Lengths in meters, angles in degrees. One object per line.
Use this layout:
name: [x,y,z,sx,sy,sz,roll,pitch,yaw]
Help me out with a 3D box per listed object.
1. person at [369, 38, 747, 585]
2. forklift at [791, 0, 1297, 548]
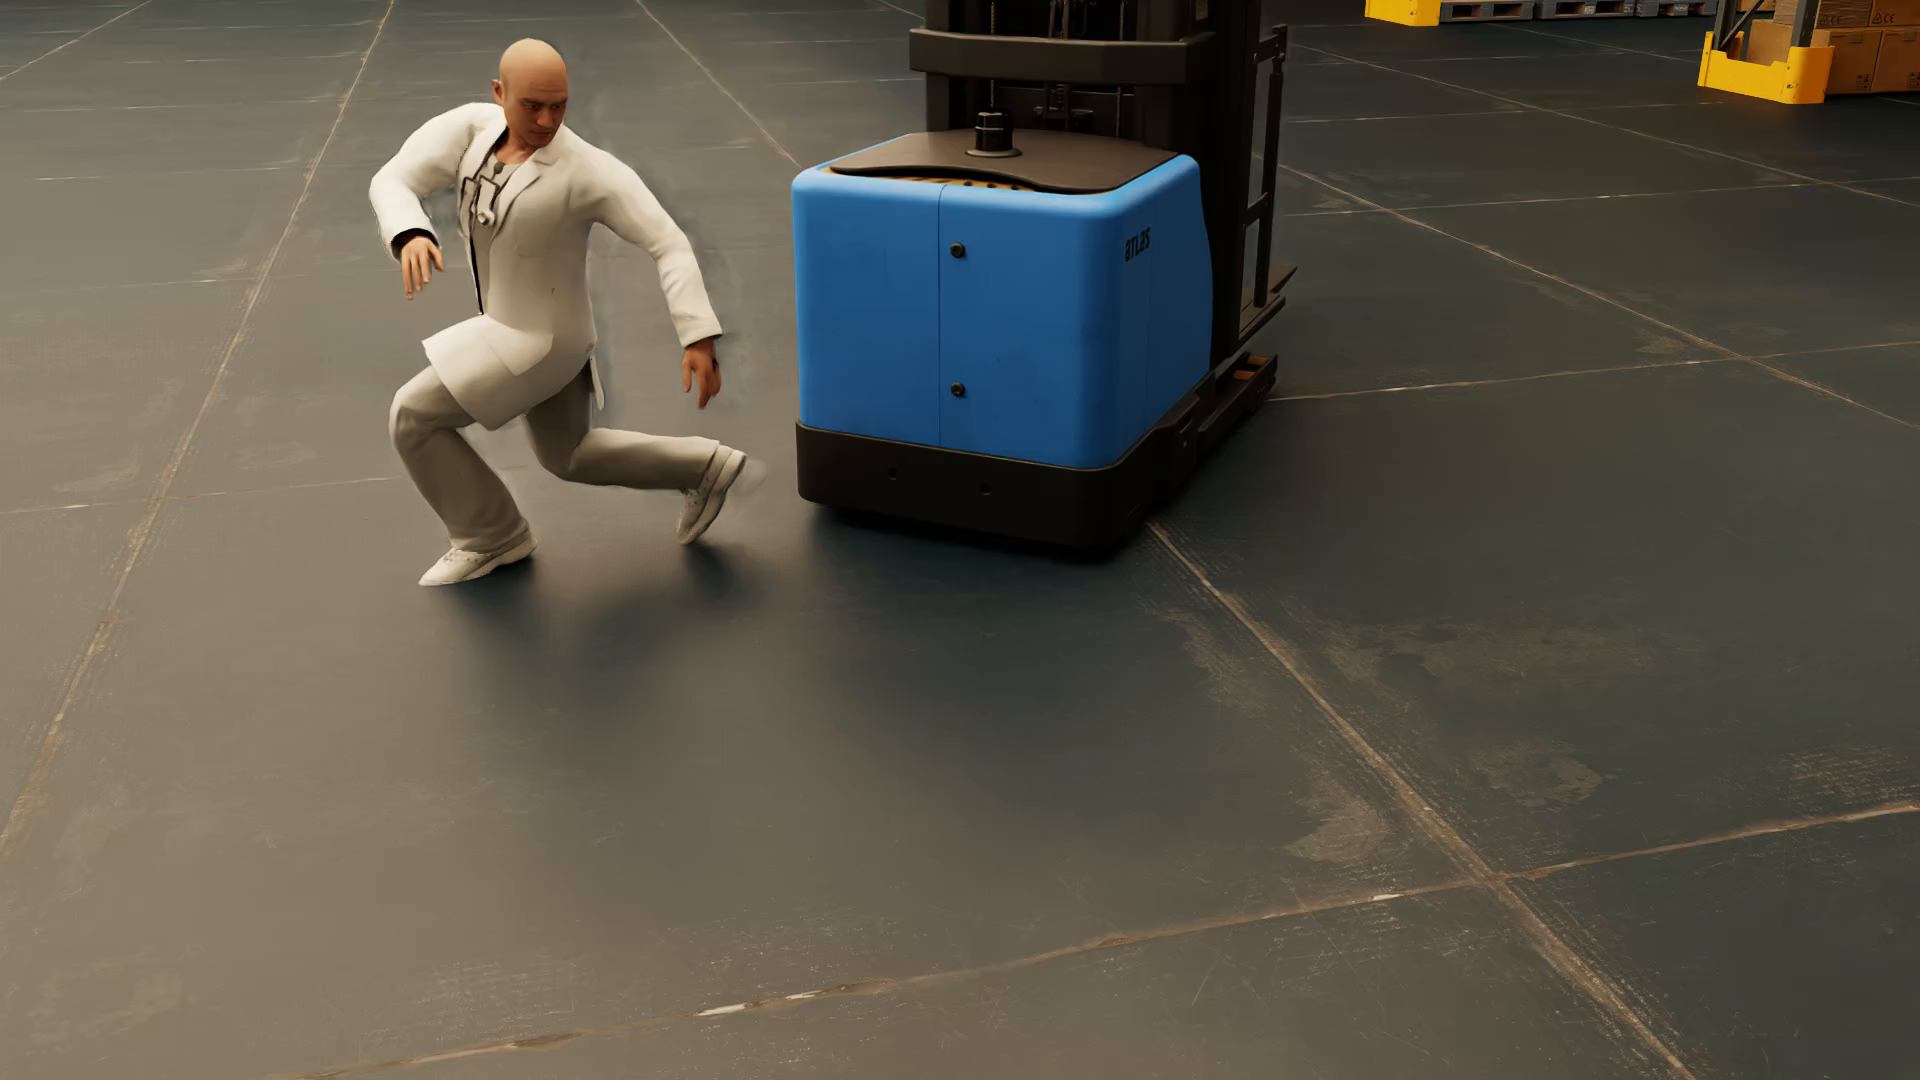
person: [-1.095,-0.593,4.596,0.975,1.536,0.721,-10,25,-22]
forklift: [0.556,-1.871,5.706,1.130,2.935,3.031,10,25,22]
